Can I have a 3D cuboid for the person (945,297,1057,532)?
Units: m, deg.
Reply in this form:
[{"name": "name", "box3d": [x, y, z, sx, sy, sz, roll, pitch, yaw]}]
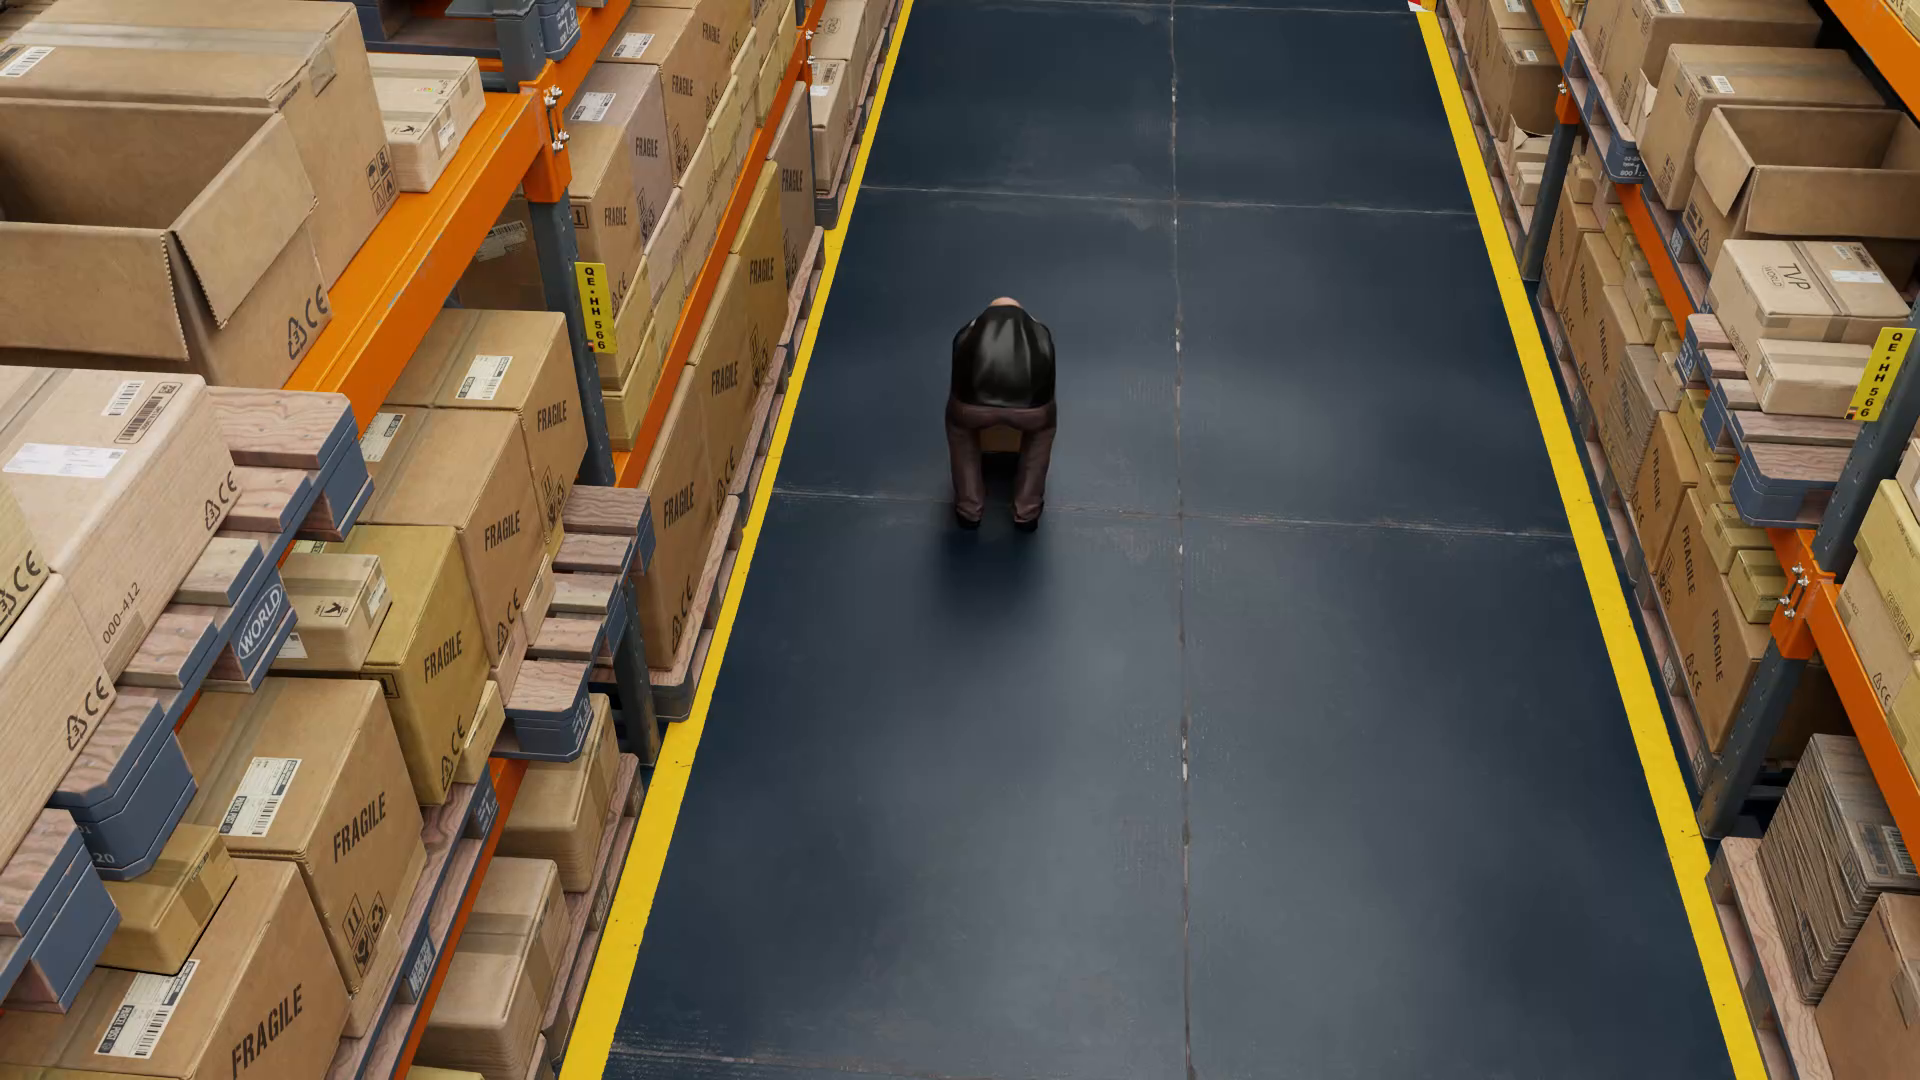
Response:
[{"name": "person", "box3d": [0.186, -0.627, 7.480, 0.503, 1.014, 0.948, 1, 40, 2]}]
